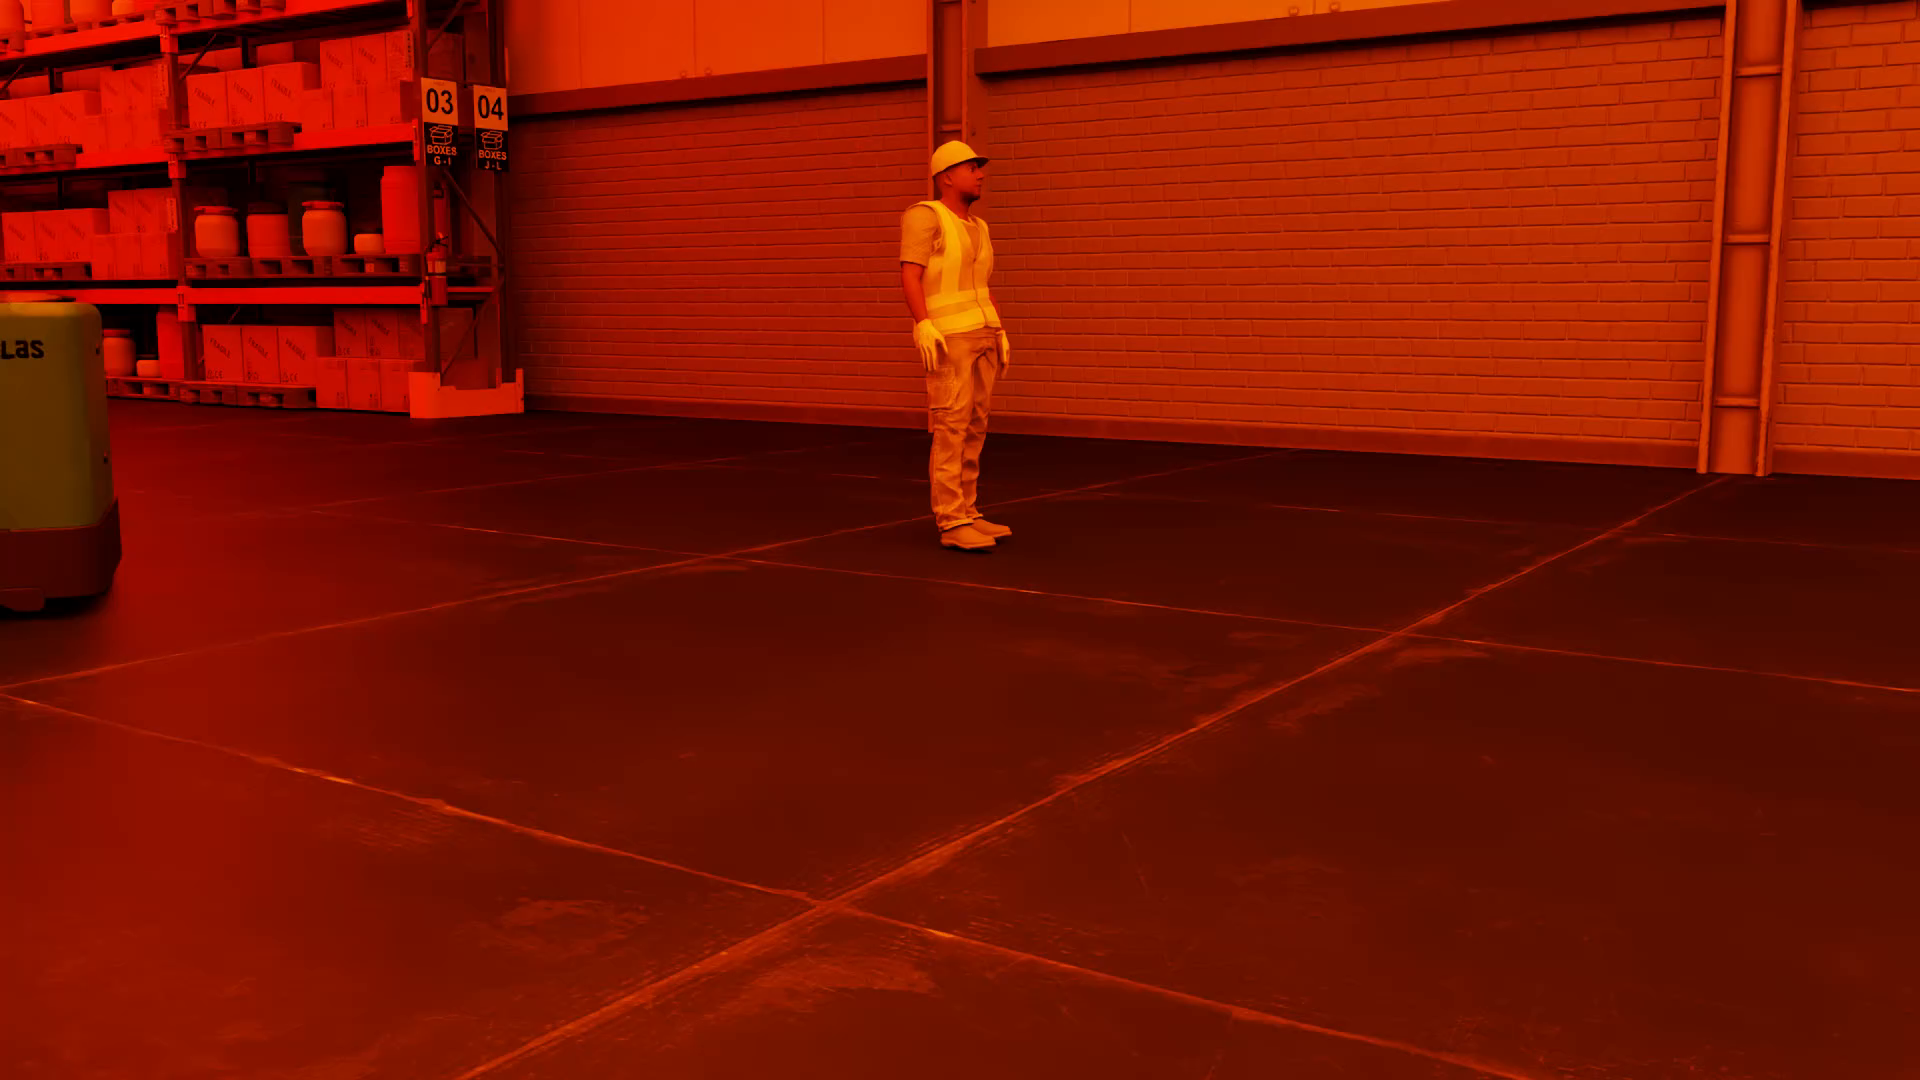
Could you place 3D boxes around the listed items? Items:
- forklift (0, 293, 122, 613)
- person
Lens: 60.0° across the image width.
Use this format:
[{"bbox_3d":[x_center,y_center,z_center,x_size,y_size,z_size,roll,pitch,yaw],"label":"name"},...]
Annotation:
[{"bbox_3d":[-4.558,-1.173,5.440,3.031,2.935,1.130,-3,9,-23],"label":"forklift"},{"bbox_3d":[0.054,-0.881,7.430,0.577,1.777,0.656,5,10,34],"label":"person"}]
